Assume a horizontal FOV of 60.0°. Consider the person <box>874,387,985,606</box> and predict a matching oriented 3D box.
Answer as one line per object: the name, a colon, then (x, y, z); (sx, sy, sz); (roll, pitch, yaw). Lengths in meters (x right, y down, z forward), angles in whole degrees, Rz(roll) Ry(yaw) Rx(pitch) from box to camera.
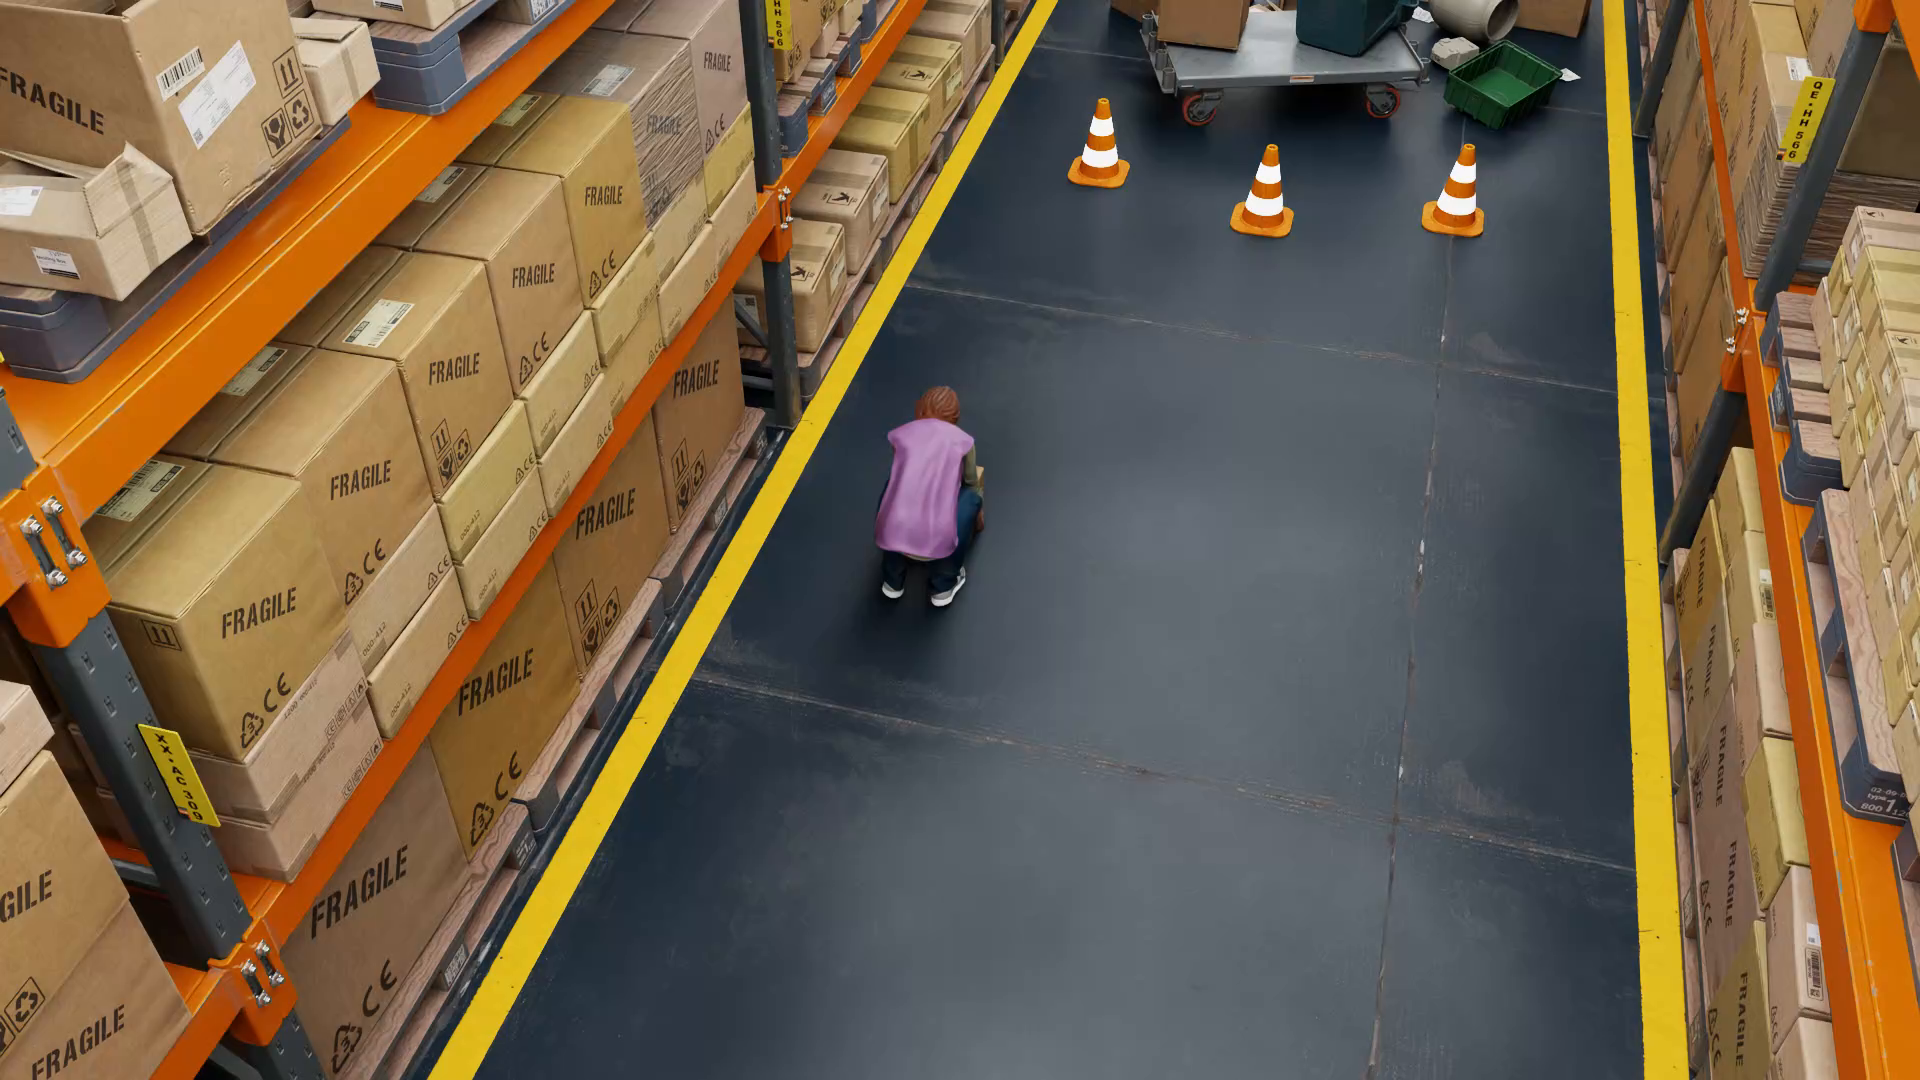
person: (-0.129, -0.144, 7.036); (0.427, 0.734, 0.847); (9, 42, 10)
